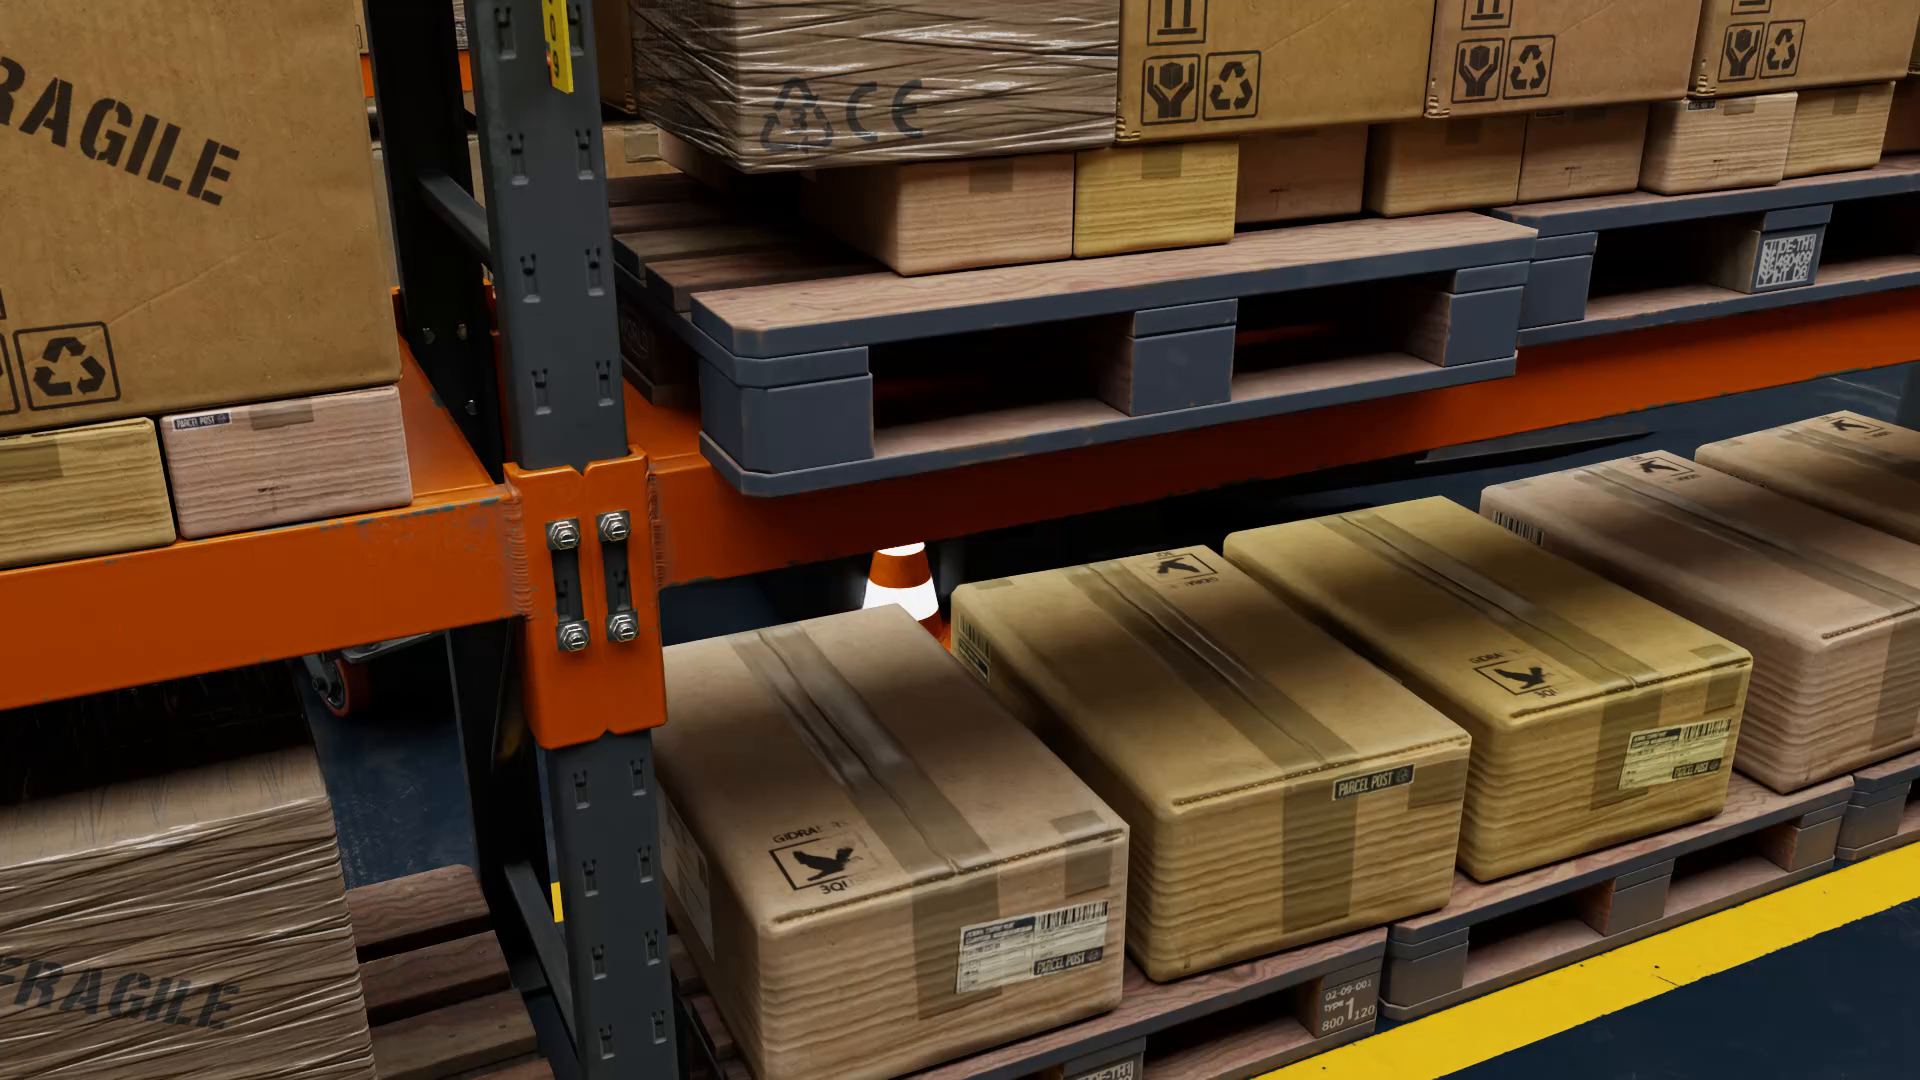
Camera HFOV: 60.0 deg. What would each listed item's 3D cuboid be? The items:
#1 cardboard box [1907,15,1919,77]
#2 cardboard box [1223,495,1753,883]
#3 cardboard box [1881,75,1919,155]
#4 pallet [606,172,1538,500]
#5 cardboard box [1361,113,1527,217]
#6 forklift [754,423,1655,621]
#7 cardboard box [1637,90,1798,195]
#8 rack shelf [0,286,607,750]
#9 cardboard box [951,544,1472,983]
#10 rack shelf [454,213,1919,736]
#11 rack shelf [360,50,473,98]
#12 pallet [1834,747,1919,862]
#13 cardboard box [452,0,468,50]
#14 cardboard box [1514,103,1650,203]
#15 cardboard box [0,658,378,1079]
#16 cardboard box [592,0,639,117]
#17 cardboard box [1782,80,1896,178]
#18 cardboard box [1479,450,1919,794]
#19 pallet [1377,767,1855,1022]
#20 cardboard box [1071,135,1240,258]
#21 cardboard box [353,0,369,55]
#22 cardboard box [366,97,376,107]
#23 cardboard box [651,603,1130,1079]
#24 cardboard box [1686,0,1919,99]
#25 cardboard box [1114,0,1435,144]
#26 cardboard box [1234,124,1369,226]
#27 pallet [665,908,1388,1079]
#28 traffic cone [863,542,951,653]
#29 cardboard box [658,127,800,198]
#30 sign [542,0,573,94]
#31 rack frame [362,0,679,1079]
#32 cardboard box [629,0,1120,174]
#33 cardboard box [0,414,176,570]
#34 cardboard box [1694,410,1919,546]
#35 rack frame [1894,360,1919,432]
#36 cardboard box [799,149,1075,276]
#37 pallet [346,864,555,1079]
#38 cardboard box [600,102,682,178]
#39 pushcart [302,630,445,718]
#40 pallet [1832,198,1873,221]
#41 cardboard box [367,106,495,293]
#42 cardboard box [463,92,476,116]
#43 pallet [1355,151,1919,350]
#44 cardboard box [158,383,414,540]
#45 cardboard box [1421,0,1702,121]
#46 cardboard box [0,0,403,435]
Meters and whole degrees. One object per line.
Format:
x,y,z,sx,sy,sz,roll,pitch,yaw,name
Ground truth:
1.724,-1.122,2.970,0.500,0.500,0.500,-12,25,-27,cardboard box
1.068,0.270,3.562,0.625,0.372,0.950,-10,24,-22,cardboard box
1.564,-0.817,3.082,0.250,0.149,0.380,-10,25,-23,cardboard box
0.076,-0.414,2.579,1.213,0.211,1.003,-10,25,-24,pallet
0.660,-0.627,2.621,0.250,0.149,0.380,-10,25,-23,cardboard box
0.782,-1.435,4.884,3.031,2.935,1.130,-8,24,-18,forklift
1.146,-0.693,2.782,0.250,0.149,0.380,-9,24,-22,cardboard box
-2.478,0.238,1.693,4.000,0.370,1.077,-10,25,-24,rack shelf
0.442,0.386,3.282,0.625,0.372,0.950,-9,24,-20,cardboard box
1.126,-0.425,3.296,4.000,0.370,1.077,-10,25,-24,rack shelf
-1.112,-2.114,7.376,4.000,0.370,1.077,-10,25,-24,rack shelf
2.224,0.328,4.181,1.213,0.211,1.003,-10,25,-24,pallet
-1.868,-2.240,6.608,0.500,0.500,0.500,-10,25,-23,cardboard box
0.884,-0.667,2.719,0.250,0.149,0.380,-10,25,-23,cardboard box
-1.092,0.495,2.198,0.500,0.500,0.500,-11,25,-24,cardboard box
-0.359,-0.959,2.577,0.500,0.500,0.500,-11,25,-25,cardboard box
1.373,-0.747,2.913,0.250,0.149,0.380,-11,25,-25,cardboard box
1.754,0.146,3.861,0.625,0.372,0.950,-11,25,-25,cardboard box
1.126,0.529,3.696,1.213,0.211,1.003,-10,25,-24,pallet
0.188,-0.525,2.376,0.250,0.149,0.380,-10,24,-23,cardboard box
-2.323,-2.156,6.405,0.500,0.500,0.500,-10,25,-23,cardboard box
-3.973,-3.056,11.405,0.500,0.500,0.700,-11,25,-24,cardboard box
-0.204,0.506,2.991,0.625,0.372,0.950,-10,25,-23,cardboard box
1.232,-1.032,2.752,0.500,0.500,0.500,-12,25,-26,cardboard box
0.322,-0.866,2.351,0.500,0.500,0.500,-10,25,-23,cardboard box
0.410,-0.598,2.553,0.250,0.149,0.380,-9,24,-20,cardboard box
0.025,0.733,3.203,1.213,0.211,1.003,-10,25,-24,pallet
-0.166,0.058,4.504,0.334,0.463,0.336,-10,25,-24,traffic cone
-0.332,-0.684,2.760,0.250,0.149,0.380,-10,25,-23,cardboard box
-0.434,-0.640,1.742,0.005,0.325,0.100,-10,25,-24,sign
-0.676,-0.426,2.357,0.127,3.000,1.000,-10,25,-24,rack frame
-0.129,-0.782,2.150,0.500,0.500,0.500,-10,24,-22,cardboard box
-1.055,-0.108,1.917,0.250,0.149,0.380,-10,24,-22,cardboard box
2.415,0.021,4.164,0.625,0.372,0.950,-12,25,-27,cardboard box
2.928,-1.089,3.960,0.127,3.000,1.000,-10,25,-24,rack frame
-0.041,-0.487,2.283,0.250,0.149,0.380,-10,25,-23,cardboard box
-1.266,0.986,2.592,1.213,0.211,1.003,-10,25,-24,pallet
-1.522,-1.562,7.494,0.750,0.750,1.050,-10,25,-24,cardboard box
-1.710,0.008,4.736,1.648,0.377,0.936,20,30,40,pushcart
2.333,-0.846,3.622,1.003,0.211,1.213,-10,25,-24,pallet
-2.393,-1.403,7.111,0.750,0.750,1.050,-11,25,-24,cardboard box
-3.469,-3.149,11.629,0.500,0.500,0.700,-13,26,-28,cardboard box
1.163,-0.658,3.169,1.213,0.211,1.003,-10,25,-24,pallet
-0.833,-0.151,2.022,0.250,0.149,0.380,-11,25,-24,cardboard box
0.774,-0.943,2.537,0.500,0.500,0.500,-11,25,-24,cardboard box
-0.968,-0.450,1.896,0.500,0.500,0.500,-11,25,-25,cardboard box
